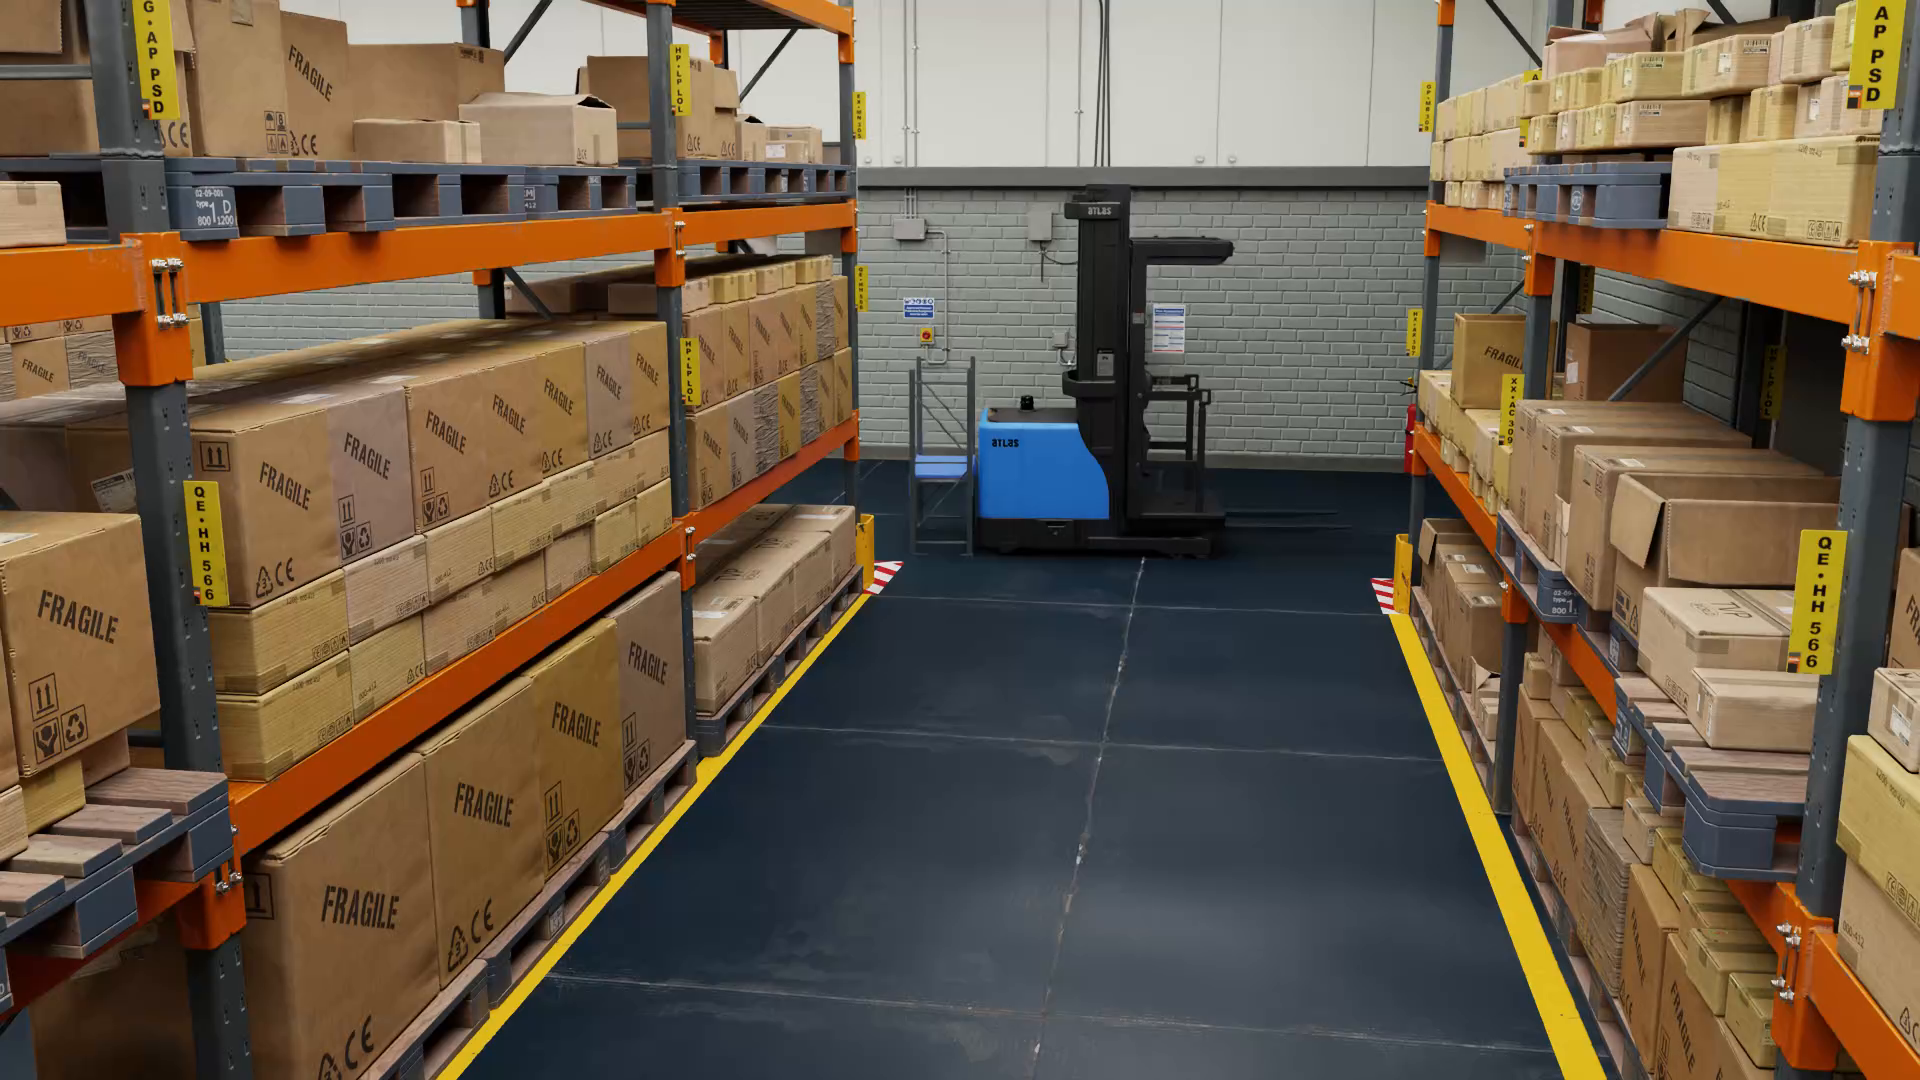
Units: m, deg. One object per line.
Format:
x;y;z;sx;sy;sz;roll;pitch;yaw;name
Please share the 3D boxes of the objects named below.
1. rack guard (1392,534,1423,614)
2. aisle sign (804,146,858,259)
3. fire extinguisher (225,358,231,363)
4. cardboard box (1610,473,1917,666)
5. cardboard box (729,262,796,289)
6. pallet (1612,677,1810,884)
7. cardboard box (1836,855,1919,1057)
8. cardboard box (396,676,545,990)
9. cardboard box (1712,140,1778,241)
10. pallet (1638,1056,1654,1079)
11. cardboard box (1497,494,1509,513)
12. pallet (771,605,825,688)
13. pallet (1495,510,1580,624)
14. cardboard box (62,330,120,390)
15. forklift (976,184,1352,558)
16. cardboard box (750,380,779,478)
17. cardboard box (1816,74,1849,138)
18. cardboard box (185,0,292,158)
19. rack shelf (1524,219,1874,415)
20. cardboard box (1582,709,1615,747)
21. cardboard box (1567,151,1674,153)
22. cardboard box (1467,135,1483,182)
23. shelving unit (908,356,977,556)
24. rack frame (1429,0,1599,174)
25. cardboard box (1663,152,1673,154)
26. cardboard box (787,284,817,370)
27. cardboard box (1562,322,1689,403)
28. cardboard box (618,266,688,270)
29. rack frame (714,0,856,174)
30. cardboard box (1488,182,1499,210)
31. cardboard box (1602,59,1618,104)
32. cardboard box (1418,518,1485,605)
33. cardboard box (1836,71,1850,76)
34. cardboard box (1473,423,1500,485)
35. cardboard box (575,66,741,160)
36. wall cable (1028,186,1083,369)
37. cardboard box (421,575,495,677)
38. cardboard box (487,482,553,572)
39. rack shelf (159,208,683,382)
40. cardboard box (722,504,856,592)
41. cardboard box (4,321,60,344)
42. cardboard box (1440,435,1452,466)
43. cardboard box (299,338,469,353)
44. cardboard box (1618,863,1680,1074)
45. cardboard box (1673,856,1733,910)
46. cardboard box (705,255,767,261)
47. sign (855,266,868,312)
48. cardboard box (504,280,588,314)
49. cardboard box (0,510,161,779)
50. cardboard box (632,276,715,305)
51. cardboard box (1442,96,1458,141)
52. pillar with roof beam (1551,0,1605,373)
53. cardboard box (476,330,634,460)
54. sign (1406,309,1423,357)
3.650;0.254;11.627;1.175;0.500;0.348;2;12;9;rack guard
-0.926;-2.419;11.929;0.394;0.787;0.004;2;12;9;aisle sign
-5.656;-1.100;13.048;0.296;0.674;0.183;2;12;9;fire extinguisher
2.499;0.080;5.259;0.797;0.503;0.637;2;12;7;cardboard box
-1.243;-1.650;10.378;0.380;0.149;0.250;2;12;10;cardboard box
2.466;0.632;4.395;1.213;0.211;1.003;2;12;9;pallet
2.121;0.840;3.334;0.500;0.250;0.500;2;12;9;cardboard box
-2.145;1.028;6.148;0.875;0.875;0.875;2;12;9;cardboard box
2.347;-0.931;4.427;0.500;0.250;0.500;2;12;9;cardboard box
2.583;1.891;4.719;1.003;0.211;1.213;2;12;9;pallet
2.864;-0.158;8.201;0.380;0.149;0.250;2;12;10;cardboard box
-1.480;0.642;10.514;1.003;0.211;1.213;2;12;9;pallet
2.815;0.106;6.838;1.003;0.211;1.213;2;12;9;pallet
-6.118;-1.162;11.324;0.500;0.500;0.500;2;12;9;cardboard box
1.666;-1.401;13.536;3.031;2.935;1.130;1;12;2;forklift
-1.364;-0.657;9.684;0.500;0.500;0.500;2;12;9;cardboard box
2.307;-1.041;3.994;0.380;0.149;0.250;2;12;7;cardboard box
-2.510;-1.411;5.066;0.700;0.500;0.500;1;12;6;cardboard box
2.739;-0.849;5.401;1.077;0.370;4.000;2;12;9;rack shelf
2.705;0.786;6.622;0.380;0.149;0.250;2;12;8;cardboard box
2.591;-1.591;6.496;0.380;0.149;0.250;2;12;9;cardboard box
3.117;-2.117;9.228;0.500;0.250;0.500;2;12;8;cardboard box
-0.135;-0.719;13.771;0.538;1.500;1.048;0;12;2;shelving unit
3.661;-3.916;10.805;1.000;3.000;0.127;2;12;9;rack frame
3.055;-1.631;6.683;0.380;0.149;0.250;2;12;10;cardboard box
-1.213;-1.361;10.576;0.500;0.500;0.500;2;12;8;cardboard box
3.538;-0.891;8.877;0.500;0.500;0.500;2;12;7;cardboard box
-1.844;-1.556;9.942;0.380;0.149;0.250;2;12;9;cardboard box
-1.244;-4.076;11.548;1.000;3.000;0.127;2;12;9;rack frame
3.045;-1.844;8.904;0.380;0.149;0.250;2;12;9;cardboard box
2.436;-1.576;5.720;0.380;0.149;0.250;2;12;9;cardboard box
3.474;0.156;11.079;0.797;0.503;0.637;1;12;6;cardboard box
2.336;-1.184;3.951;0.380;0.149;0.250;1;12;7;cardboard box
2.946;-0.442;8.573;0.500;0.250;0.500;2;12;9;cardboard box
-1.683;-2.364;9.242;0.797;0.503;0.637;3;12;13;cardboard box
1.003;-2.771;17.321;0.588;1.984;0.122;2;12;9;wall cable
-2.002;0.285;5.908;0.500;0.250;0.500;2;12;11;cardboard box
-1.892;-0.063;6.334;0.500;0.250;0.500;2;12;10;cardboard box
-2.167;-1.009;6.144;1.077;0.370;4.000;2;12;9;rack shelf
-1.247;0.044;11.753;0.875;0.438;0.875;1;12;7;cardboard box
-6.202;-1.538;10.695;0.500;0.500;0.500;1;12;7;cardboard box
3.092;-0.535;9.950;0.380;0.149;0.250;2;12;7;cardboard box
-2.341;-0.555;6.839;0.500;0.500;0.500;2;12;7;cardboard box
2.449;1.391;5.357;0.500;0.500;0.500;2;12;11;cardboard box
2.438;1.106;5.140;0.380;0.149;0.250;2;12;10;cardboard box
-1.542;-1.877;11.430;0.380;0.149;0.250;2;12;10;cardboard box
-0.710;-1.805;11.938;0.100;0.325;0.005;2;12;9;sign
-2.126;-1.240;8.477;0.380;0.149;0.250;2;12;7;cardboard box
-2.269;0.226;3.885;0.500;0.500;0.500;2;12;7;cardboard box
-1.533;-1.331;8.901;0.380;0.149;0.250;2;12;8;cardboard box
3.248;-2.577;10.174;0.500;0.250;0.500;2;12;8;cardboard box
0.713;-4.588;13.921;9.100;9.000;0.400;2;12;9;pillar with roof beam
-1.752;-0.639;7.230;0.500;0.500;0.500;2;12;10;cardboard box
3.125;-1.424;11.427;0.100;0.325;0.005;2;12;9;sign
